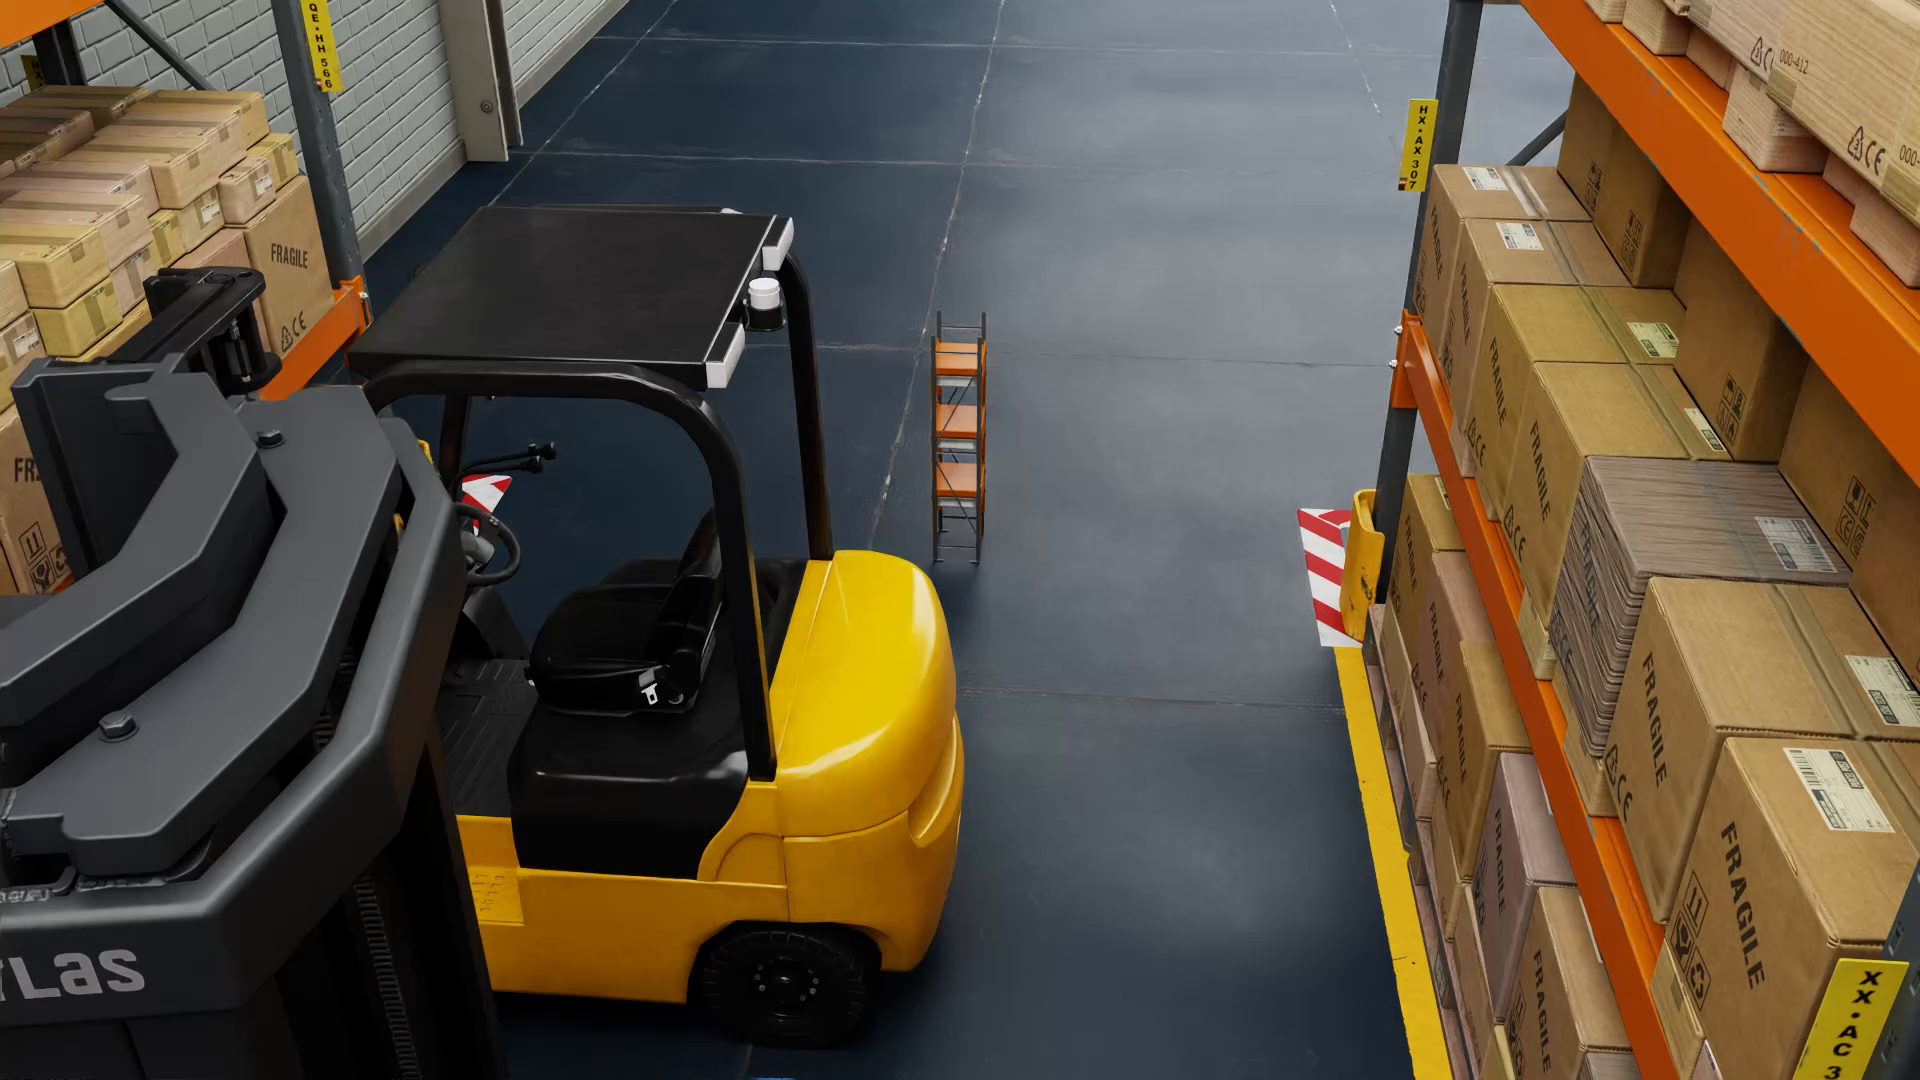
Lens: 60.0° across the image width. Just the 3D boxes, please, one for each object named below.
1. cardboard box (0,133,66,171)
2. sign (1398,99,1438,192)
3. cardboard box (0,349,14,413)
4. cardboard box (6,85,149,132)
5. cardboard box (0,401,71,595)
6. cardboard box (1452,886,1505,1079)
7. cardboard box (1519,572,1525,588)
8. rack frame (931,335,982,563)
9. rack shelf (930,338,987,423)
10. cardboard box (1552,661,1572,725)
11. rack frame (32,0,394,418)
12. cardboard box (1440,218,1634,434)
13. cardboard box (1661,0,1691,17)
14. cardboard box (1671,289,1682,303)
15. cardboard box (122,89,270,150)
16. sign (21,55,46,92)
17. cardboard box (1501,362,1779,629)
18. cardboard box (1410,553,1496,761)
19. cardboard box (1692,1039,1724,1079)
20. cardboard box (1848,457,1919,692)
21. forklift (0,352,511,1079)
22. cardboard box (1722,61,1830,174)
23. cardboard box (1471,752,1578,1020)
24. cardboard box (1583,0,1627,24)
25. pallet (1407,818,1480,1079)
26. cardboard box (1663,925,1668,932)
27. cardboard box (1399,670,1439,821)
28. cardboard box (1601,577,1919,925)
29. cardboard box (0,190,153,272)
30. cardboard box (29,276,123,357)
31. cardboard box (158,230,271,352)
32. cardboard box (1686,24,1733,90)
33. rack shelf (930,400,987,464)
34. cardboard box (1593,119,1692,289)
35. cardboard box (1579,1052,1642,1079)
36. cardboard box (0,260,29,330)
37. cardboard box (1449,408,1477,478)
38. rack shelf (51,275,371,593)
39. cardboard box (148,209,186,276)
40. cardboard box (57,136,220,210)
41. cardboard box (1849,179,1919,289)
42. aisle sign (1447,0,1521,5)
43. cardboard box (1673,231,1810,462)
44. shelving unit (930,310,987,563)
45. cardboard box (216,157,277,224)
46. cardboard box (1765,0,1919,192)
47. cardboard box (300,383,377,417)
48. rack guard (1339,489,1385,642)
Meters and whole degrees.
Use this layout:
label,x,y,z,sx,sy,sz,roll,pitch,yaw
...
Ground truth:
label,x,y,z,sx,sy,sz,roll,pitch,yaw
cardboard box,-3.111,-1.196,5.334,0.380,0.149,0.250,3,32,5
sign,1.598,-1.372,5.793,0.100,0.325,0.005,2,32,4
cardboard box,-2.700,-0.381,4.296,0.380,0.149,0.250,2,32,3
cardboard box,-3.049,-1.470,5.778,0.380,0.149,0.250,2,32,3
cardboard box,-2.710,-0.163,4.559,0.500,0.500,0.500,3,32,4
cardboard box,1.673,1.238,4.603,0.500,0.250,0.500,3,32,5
cardboard box,1.730,0.108,4.456,0.380,0.149,0.250,2,32,3
rack frame,-0.014,-0.355,6.826,0.200,1.050,0.008,2,32,4
rack shelf,-0.004,-0.652,6.786,0.215,0.259,0.240,2,32,4
cardboard box,1.666,0.373,4.025,0.380,0.149,0.250,2,32,3
rack frame,-2.808,-1.191,6.323,1.000,3.000,0.127,2,32,4
cardboard box,1.785,-0.643,5.056,0.500,0.500,0.500,3,32,5
cardboard box,1.703,-1.268,3.448,0.500,0.250,0.500,3,32,5
cardboard box,2.324,-0.593,4.974,0.500,0.500,0.500,3,32,4
cardboard box,-2.628,-1.440,5.730,0.380,0.149,0.250,3,32,4
sign,-3.361,-1.620,6.119,0.100,0.325,0.005,2,32,4
cardboard box,1.712,-0.110,4.191,0.500,0.500,0.500,2,32,3
cardboard box,1.758,0.388,5.267,0.500,0.500,0.500,1,32,2
cardboard box,1.536,1.037,2.948,0.380,0.149,0.250,2,32,3
cardboard box,2.129,0.029,3.012,0.700,0.500,0.500,3,32,4
forklift,-1.414,1.242,2.441,3.031,2.935,1.130,-3,32,-5
cardboard box,1.633,-0.775,3.028,0.380,0.149,0.250,3,32,5
cardboard box,1.674,0.930,4.388,0.500,0.500,0.500,4,32,7
cardboard box,1.687,-1.315,3.906,0.380,0.149,0.250,3,32,5
pallet,1.930,1.306,4.930,1.003,0.211,1.213,2,32,4
cardboard box,1.648,0.773,3.376,0.380,0.149,0.250,3,32,4
cardboard box,1.749,0.688,5.496,0.500,0.250,0.500,4,32,6
cardboard box,1.637,0.429,3.315,0.500,0.500,0.500,3,32,6
cardboard box,-2.616,-0.904,4.860,0.380,0.149,0.250,3,32,5
cardboard box,-2.637,-0.644,4.723,0.380,0.149,0.250,3,32,4
cardboard box,-2.638,-0.694,5.422,0.500,0.500,0.500,3,32,6
cardboard box,1.756,-1.041,3.461,0.380,0.149,0.250,2,32,4
rack shelf,-0.004,-0.410,6.935,0.215,0.259,0.240,2,32,4
cardboard box,2.266,-1.035,4.738,0.700,0.500,0.500,3,32,4
cardboard box,1.594,1.463,3.523,0.500,0.500,0.500,2,32,3
cardboard box,-2.747,-0.637,4.428,0.380,0.149,0.250,3,32,5
cardboard box,1.730,-0.306,5.127,0.380,0.149,0.250,3,32,5
rack shelf,-2.971,0.161,4.815,1.077,0.370,4.000,2,32,4
cardboard box,-2.662,-0.919,5.169,0.380,0.149,0.250,2,32,4
cardboard box,-2.611,-1.172,5.295,0.380,0.149,0.250,3,32,5
cardboard box,1.640,-0.500,2.583,0.380,0.149,0.250,3,32,4
aisle sign,1.835,-2.133,5.374,0.394,0.787,0.004,2,32,4
cardboard box,2.148,-0.509,3.885,0.700,0.500,0.500,2,32,4
shelving unit,-0.004,-0.419,6.929,0.215,1.050,0.252,2,32,4
cardboard box,-2.549,-1.181,5.594,0.380,0.149,0.250,3,32,5
cardboard box,1.621,-0.735,2.585,0.500,0.250,0.500,2,32,3
cardboard box,-2.535,-0.371,6.260,0.500,0.250,0.500,3,32,6
rack guard,2.133,0.123,6.574,1.175,0.500,0.348,2,32,4
